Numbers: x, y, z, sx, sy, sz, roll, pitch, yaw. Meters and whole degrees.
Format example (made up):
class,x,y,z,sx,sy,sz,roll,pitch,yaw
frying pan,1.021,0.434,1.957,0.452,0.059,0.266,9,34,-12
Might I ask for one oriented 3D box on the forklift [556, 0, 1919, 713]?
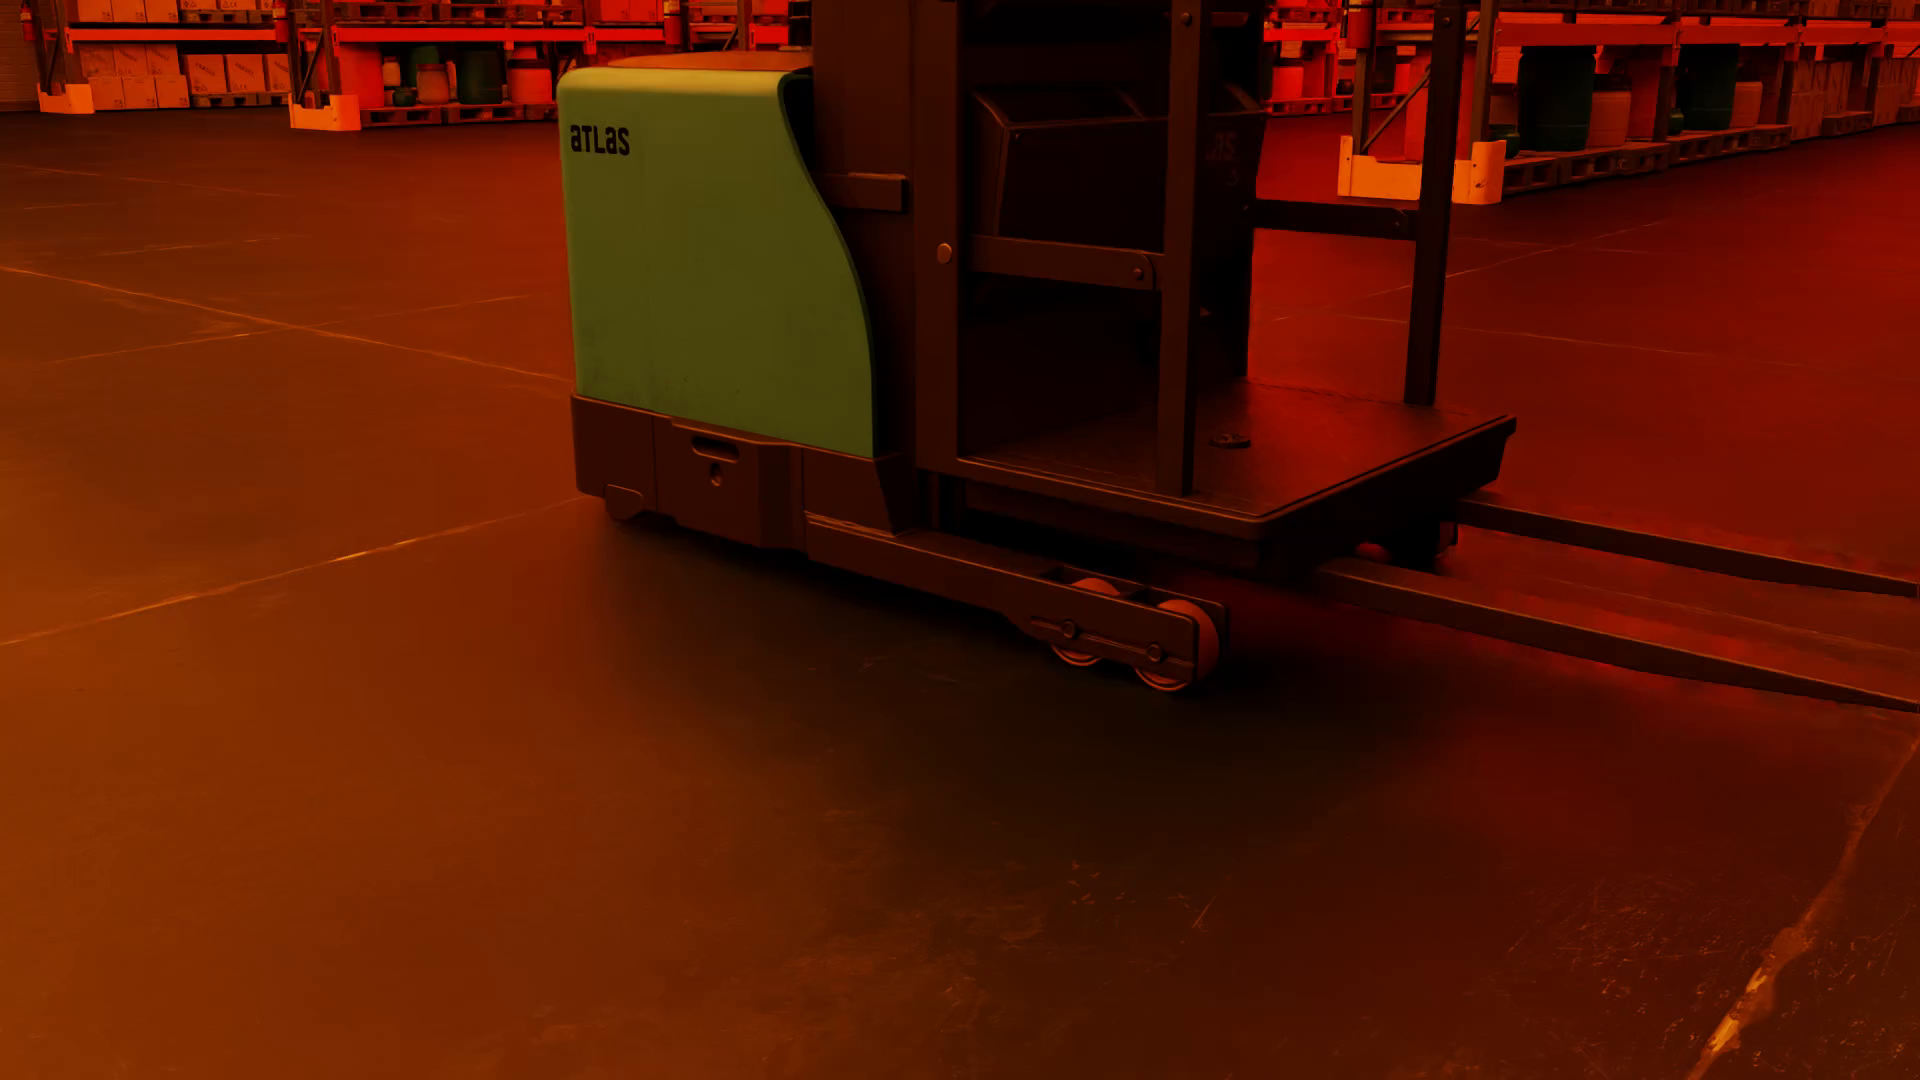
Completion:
class,x,y,z,sx,sy,sz,roll,pitch,yaw
forklift,0.497,-1.299,3.175,3.031,2.935,1.130,14,22,38
